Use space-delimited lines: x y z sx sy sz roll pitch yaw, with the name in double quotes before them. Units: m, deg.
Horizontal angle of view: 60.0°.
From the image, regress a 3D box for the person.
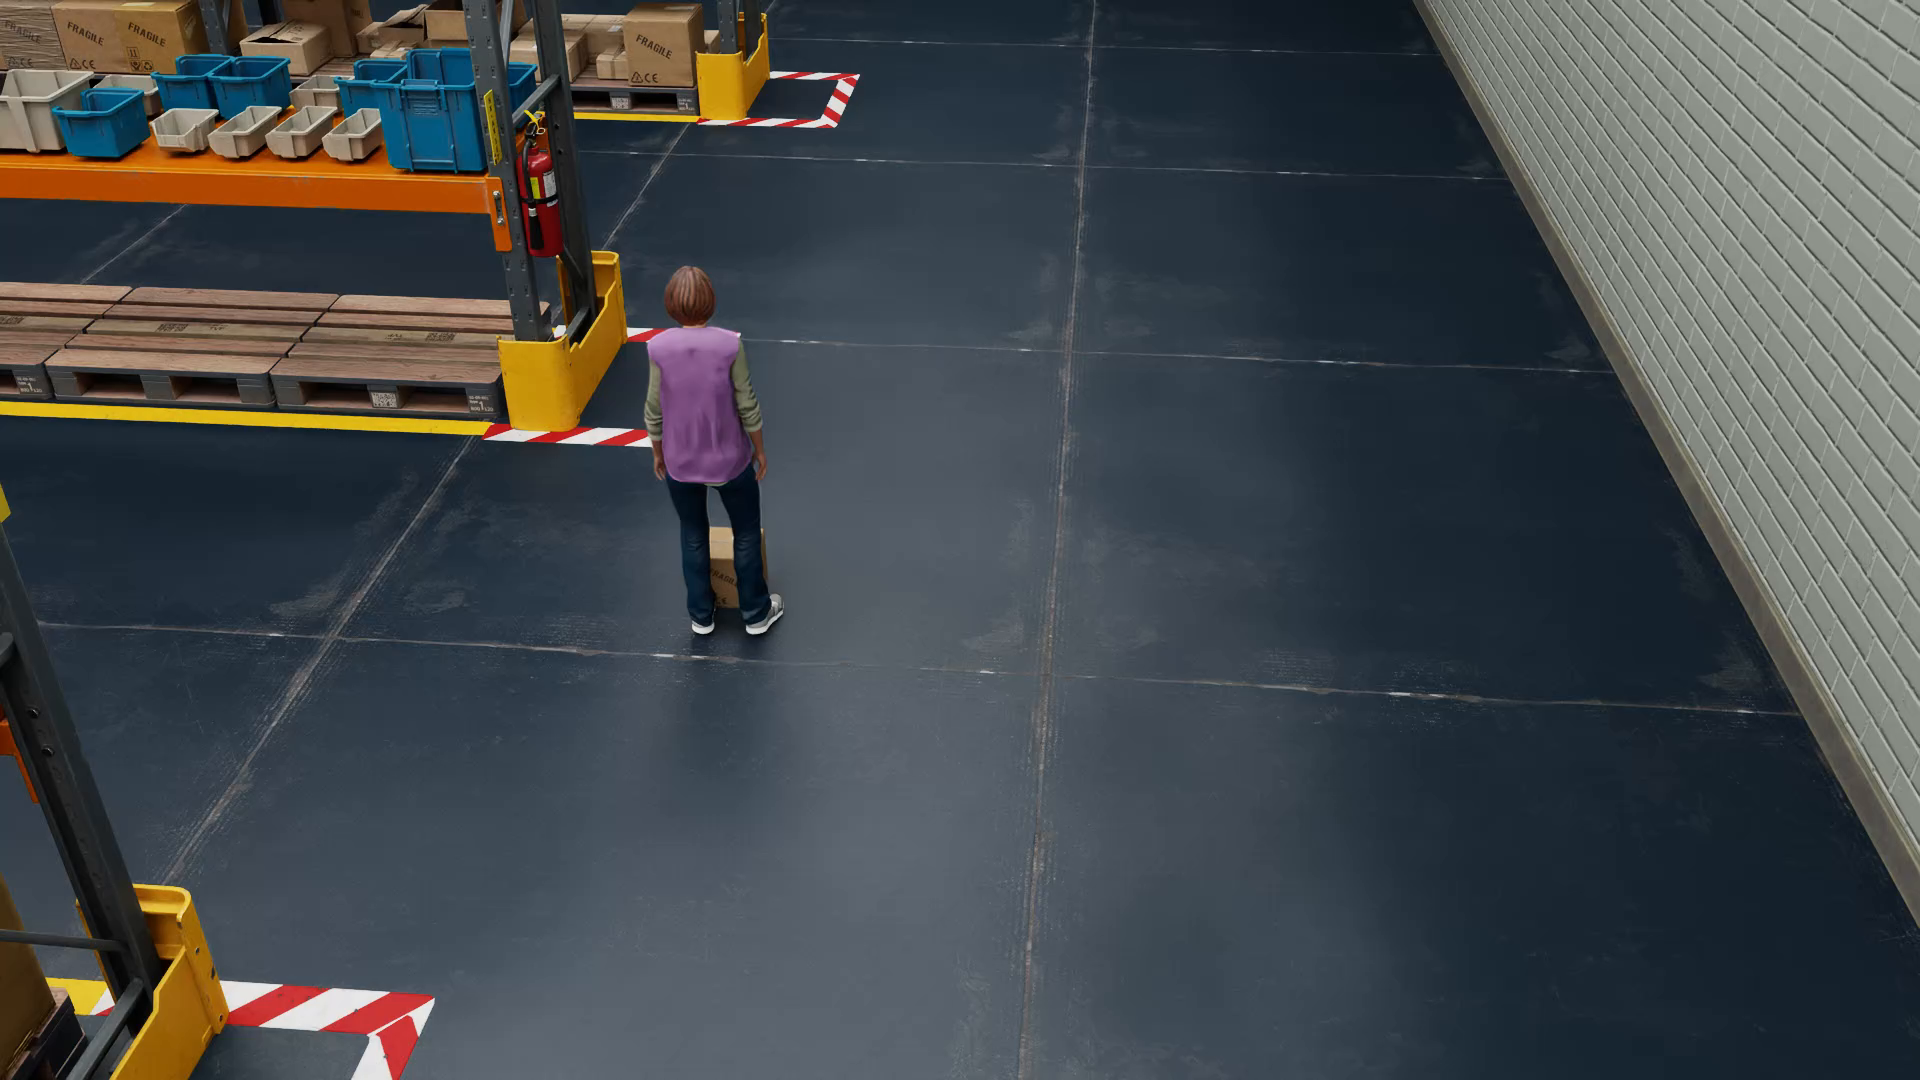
"person" -0.999 -0.317 6.649 0.480 1.591 0.346 1 32 1
